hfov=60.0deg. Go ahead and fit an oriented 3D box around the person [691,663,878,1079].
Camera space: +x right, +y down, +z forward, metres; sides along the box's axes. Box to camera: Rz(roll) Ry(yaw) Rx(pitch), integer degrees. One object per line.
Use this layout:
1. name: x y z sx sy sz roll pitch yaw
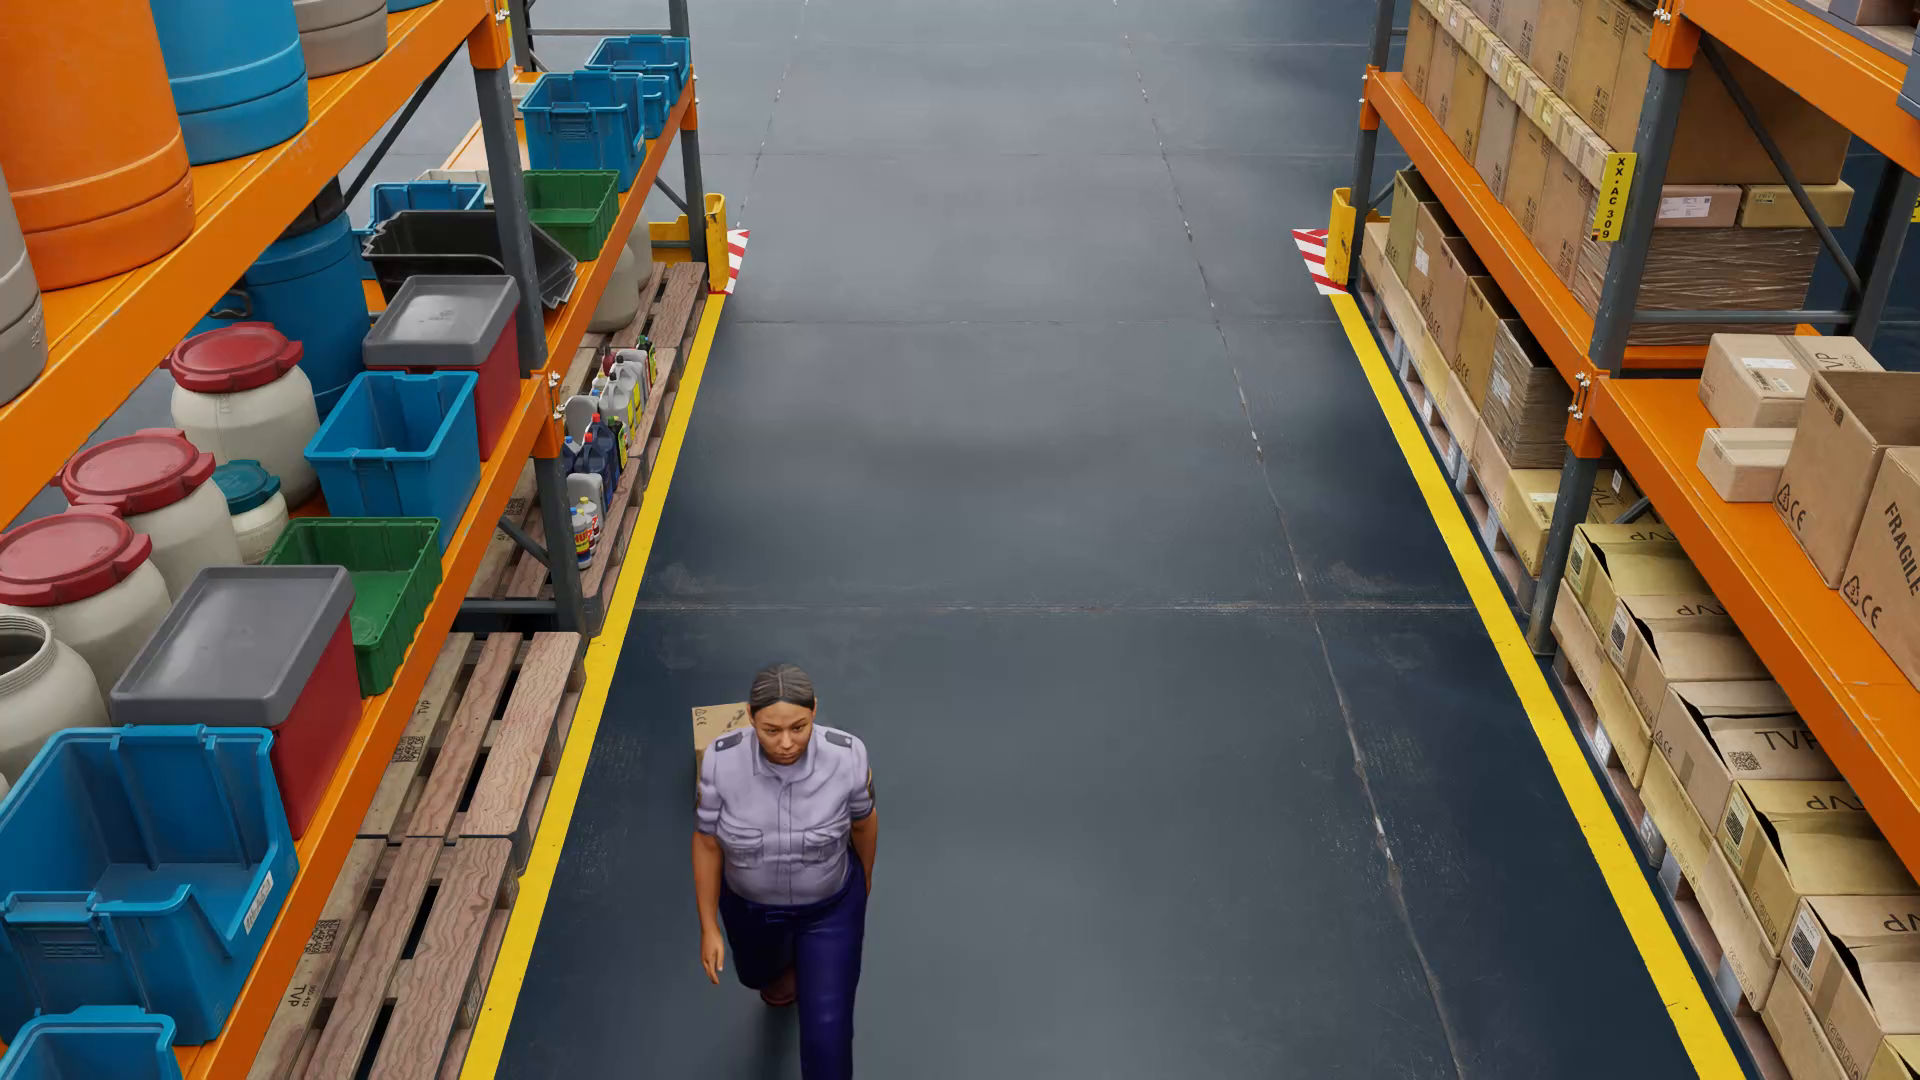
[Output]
1. person: -0.467 0.967 4.596 0.483 1.576 1.012 1 32 2
